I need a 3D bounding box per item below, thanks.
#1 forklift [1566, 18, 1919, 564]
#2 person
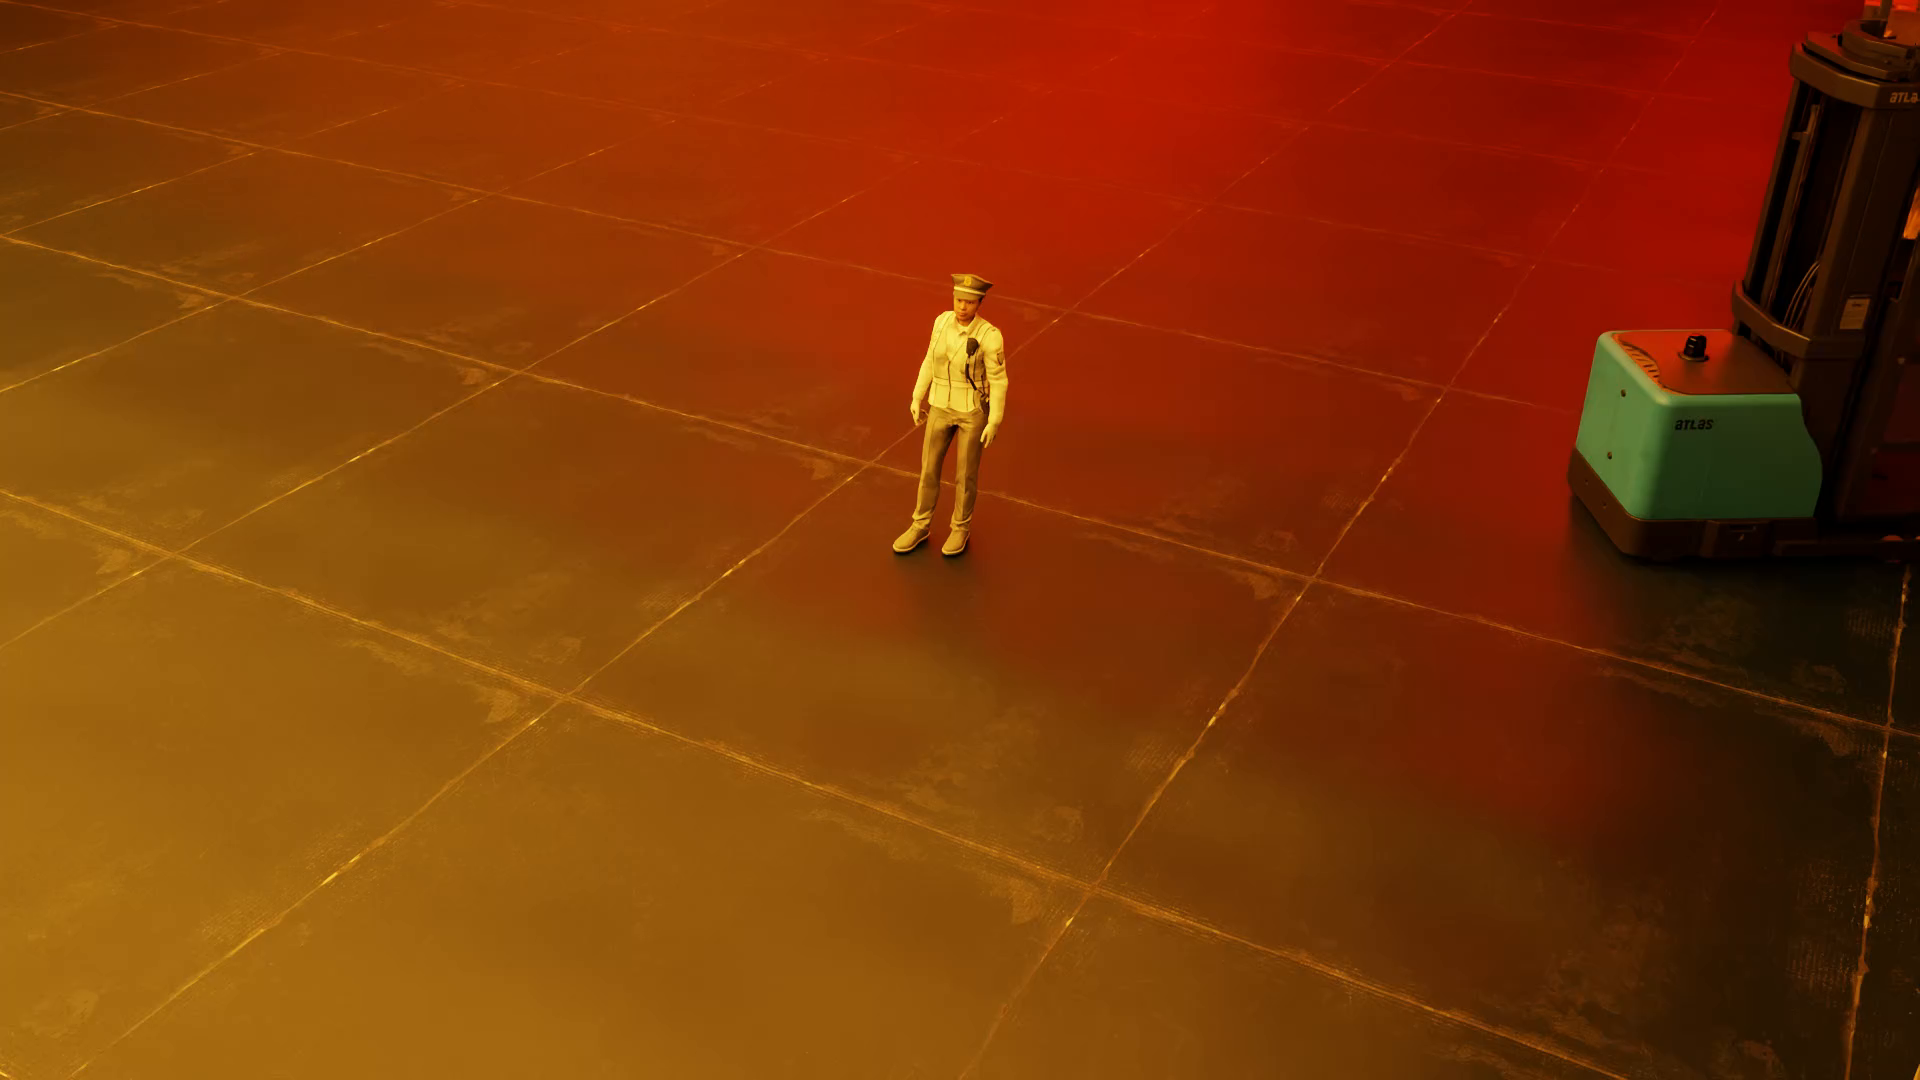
[{"bbox_3d":[5.362,-1.396,9.489,3.031,2.935,1.130,-1,30,-2],"label":"forklift"},{"bbox_3d":[-0.039,-0.712,9.527,0.588,1.695,0.531,15,33,25],"label":"person"}]
